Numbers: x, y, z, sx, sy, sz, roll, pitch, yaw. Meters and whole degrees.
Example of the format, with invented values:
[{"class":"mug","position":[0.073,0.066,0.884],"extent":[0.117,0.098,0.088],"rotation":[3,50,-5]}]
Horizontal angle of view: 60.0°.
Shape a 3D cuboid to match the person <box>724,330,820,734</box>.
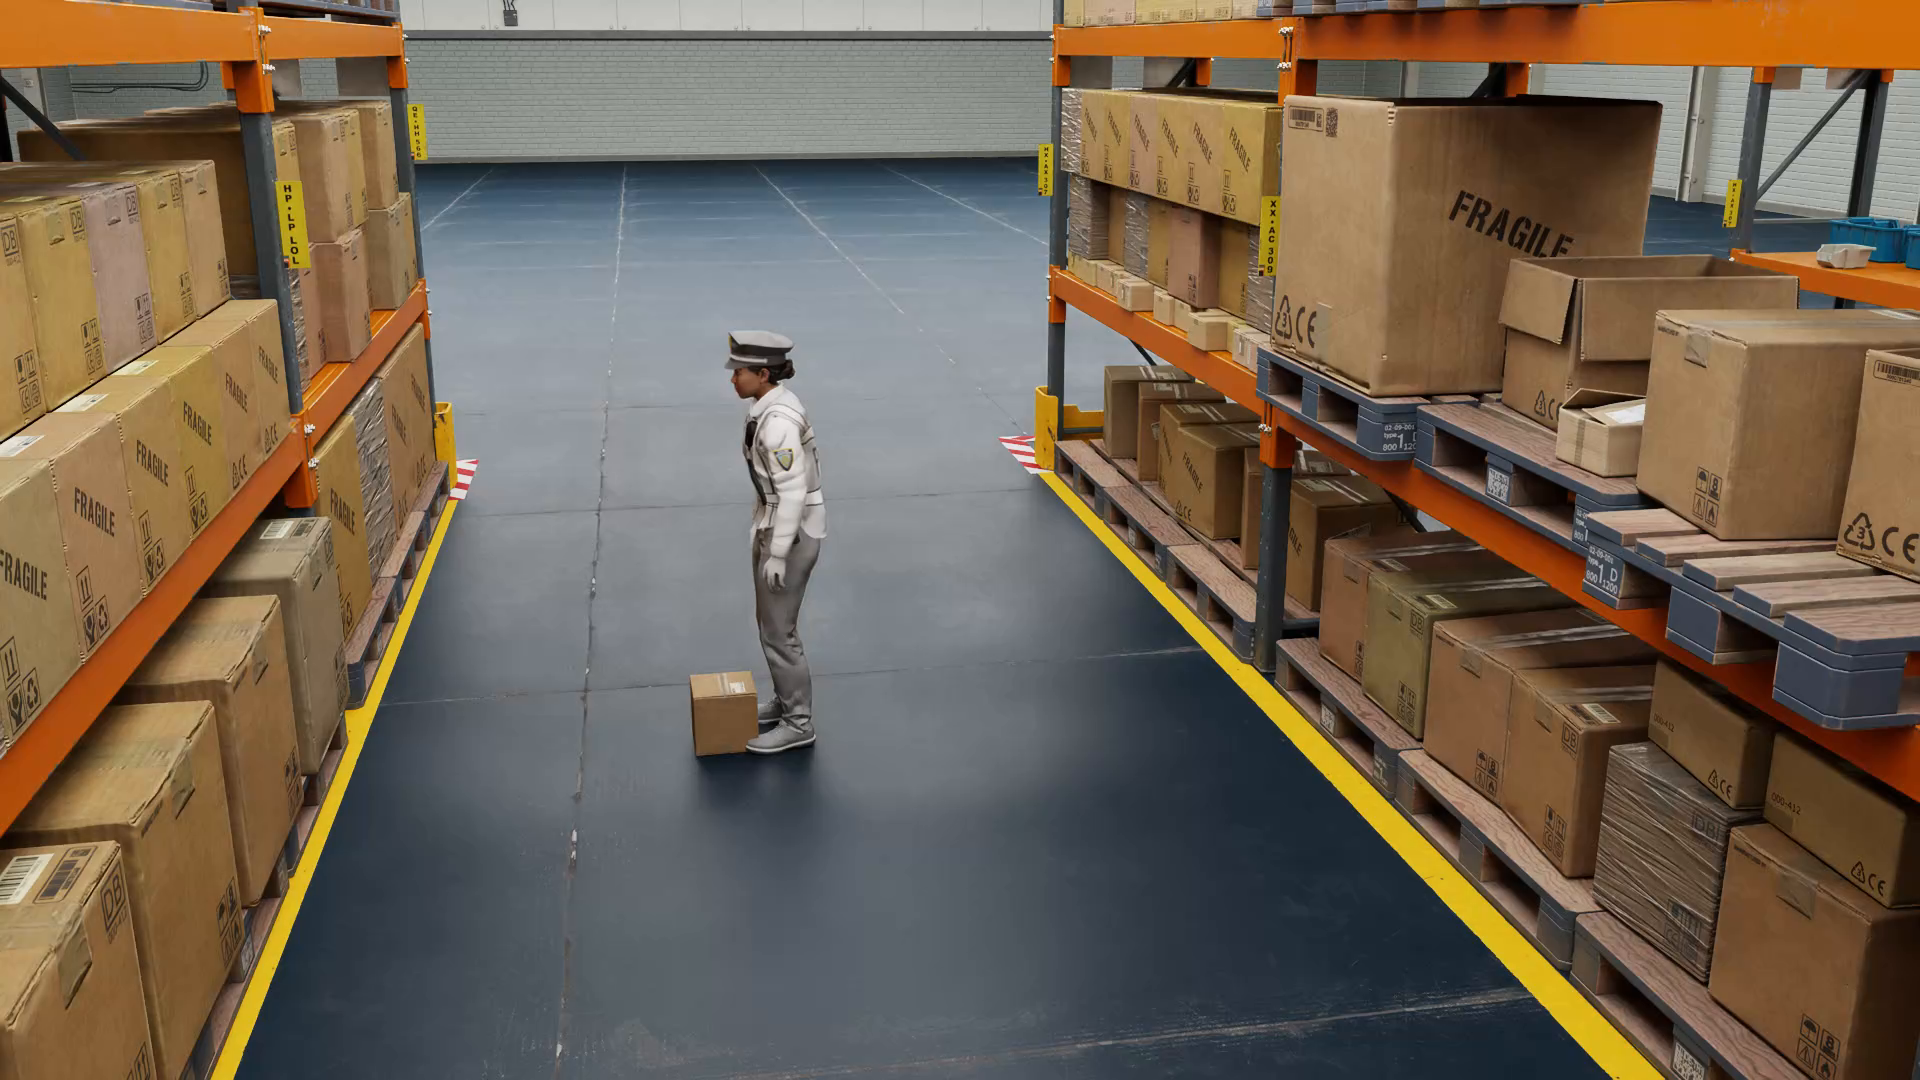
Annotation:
[{"class":"person","position":[-0.728,-0.026,6.505],"extent":[0.341,1.603,0.521],"rotation":[-4,17,-13]}]
